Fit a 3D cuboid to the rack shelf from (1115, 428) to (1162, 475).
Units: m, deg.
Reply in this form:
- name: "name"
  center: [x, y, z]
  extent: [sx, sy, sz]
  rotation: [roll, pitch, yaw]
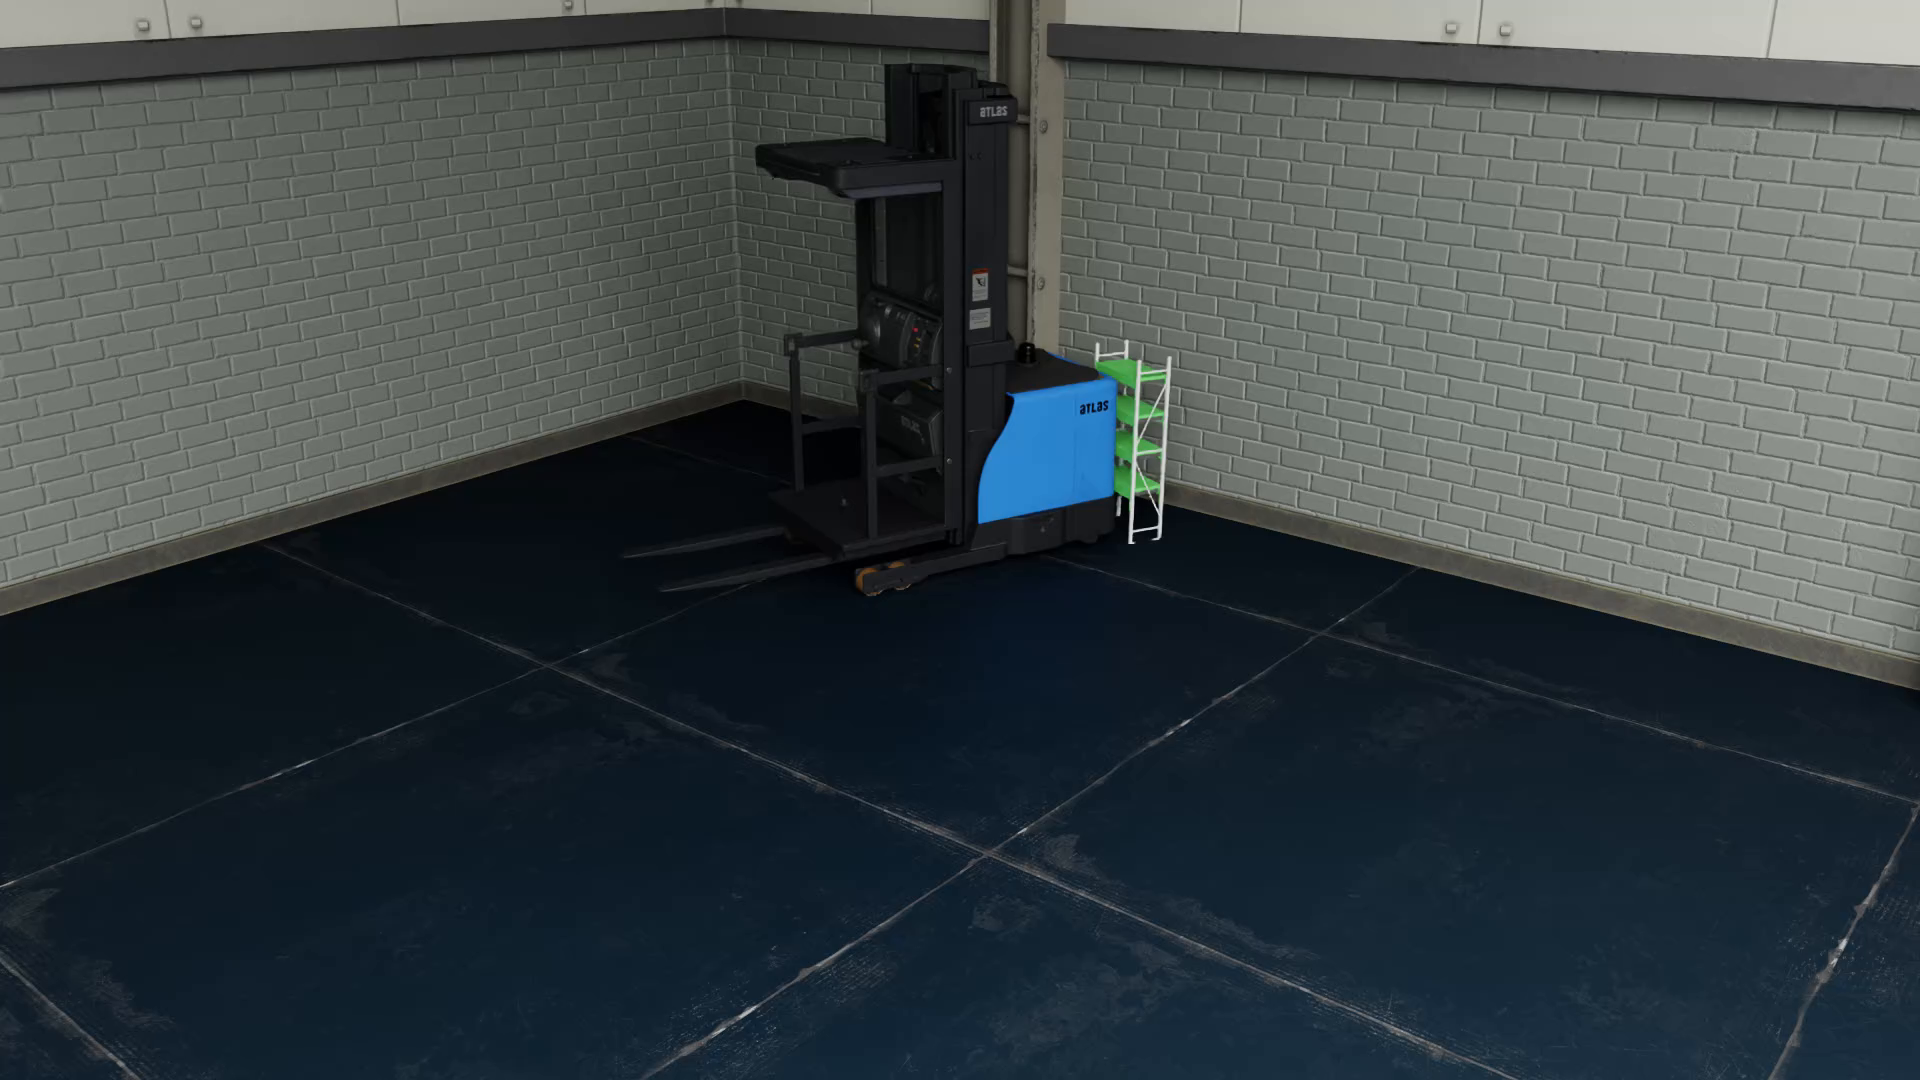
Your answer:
- name: "rack shelf"
  center: [1.076, -0.569, 10.654]
  extent: [0.258, 0.148, 0.480]
  rotation: [-9, 23, -25]

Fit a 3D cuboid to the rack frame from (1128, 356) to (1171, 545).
- name: "rack frame"
  center: [1.188, -0.553, 10.428]
  extent: [0.240, 1.200, 0.015]
  rotation: [-9, 23, -25]

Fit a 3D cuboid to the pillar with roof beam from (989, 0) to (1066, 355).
- name: "pillar with roof beam"
  center: [-2.284, -3.504, 7.206]
  extent: [0.400, 9.000, 9.100]
  rotation: [16, 26, 36]

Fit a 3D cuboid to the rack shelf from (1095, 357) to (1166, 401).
- name: "rack shelf"
  center: [1.082, -1.019, 10.487]
  extent: [0.258, 0.148, 0.480]
  rotation: [-9, 23, -25]

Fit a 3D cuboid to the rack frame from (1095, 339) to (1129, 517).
- name: "rack frame"
  center: [0.966, -0.706, 10.835]
  extent: [0.240, 1.200, 0.015]
  rotation: [-9, 23, -25]

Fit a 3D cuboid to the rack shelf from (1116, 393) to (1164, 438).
- name: "rack shelf"
  center: [1.079, -0.794, 10.570]
  extent: [0.258, 0.148, 0.480]
  rotation: [-9, 23, -25]

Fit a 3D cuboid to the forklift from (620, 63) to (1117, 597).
- name: "forklift"
  center: [-0.538, -1.251, 9.831]
  extent: [3.031, 2.935, 1.130]
  rotation: [-12, 24, -29]

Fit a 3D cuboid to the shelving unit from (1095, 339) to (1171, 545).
- name: "shelving unit"
  center: [1.077, -0.629, 10.632]
  extent: [0.258, 1.200, 0.503]
  rotation: [-9, 23, -25]

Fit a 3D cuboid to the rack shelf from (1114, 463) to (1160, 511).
- name: "rack shelf"
  center: [1.073, -0.344, 10.737]
  extent: [0.258, 0.148, 0.480]
  rotation: [-9, 23, -25]
